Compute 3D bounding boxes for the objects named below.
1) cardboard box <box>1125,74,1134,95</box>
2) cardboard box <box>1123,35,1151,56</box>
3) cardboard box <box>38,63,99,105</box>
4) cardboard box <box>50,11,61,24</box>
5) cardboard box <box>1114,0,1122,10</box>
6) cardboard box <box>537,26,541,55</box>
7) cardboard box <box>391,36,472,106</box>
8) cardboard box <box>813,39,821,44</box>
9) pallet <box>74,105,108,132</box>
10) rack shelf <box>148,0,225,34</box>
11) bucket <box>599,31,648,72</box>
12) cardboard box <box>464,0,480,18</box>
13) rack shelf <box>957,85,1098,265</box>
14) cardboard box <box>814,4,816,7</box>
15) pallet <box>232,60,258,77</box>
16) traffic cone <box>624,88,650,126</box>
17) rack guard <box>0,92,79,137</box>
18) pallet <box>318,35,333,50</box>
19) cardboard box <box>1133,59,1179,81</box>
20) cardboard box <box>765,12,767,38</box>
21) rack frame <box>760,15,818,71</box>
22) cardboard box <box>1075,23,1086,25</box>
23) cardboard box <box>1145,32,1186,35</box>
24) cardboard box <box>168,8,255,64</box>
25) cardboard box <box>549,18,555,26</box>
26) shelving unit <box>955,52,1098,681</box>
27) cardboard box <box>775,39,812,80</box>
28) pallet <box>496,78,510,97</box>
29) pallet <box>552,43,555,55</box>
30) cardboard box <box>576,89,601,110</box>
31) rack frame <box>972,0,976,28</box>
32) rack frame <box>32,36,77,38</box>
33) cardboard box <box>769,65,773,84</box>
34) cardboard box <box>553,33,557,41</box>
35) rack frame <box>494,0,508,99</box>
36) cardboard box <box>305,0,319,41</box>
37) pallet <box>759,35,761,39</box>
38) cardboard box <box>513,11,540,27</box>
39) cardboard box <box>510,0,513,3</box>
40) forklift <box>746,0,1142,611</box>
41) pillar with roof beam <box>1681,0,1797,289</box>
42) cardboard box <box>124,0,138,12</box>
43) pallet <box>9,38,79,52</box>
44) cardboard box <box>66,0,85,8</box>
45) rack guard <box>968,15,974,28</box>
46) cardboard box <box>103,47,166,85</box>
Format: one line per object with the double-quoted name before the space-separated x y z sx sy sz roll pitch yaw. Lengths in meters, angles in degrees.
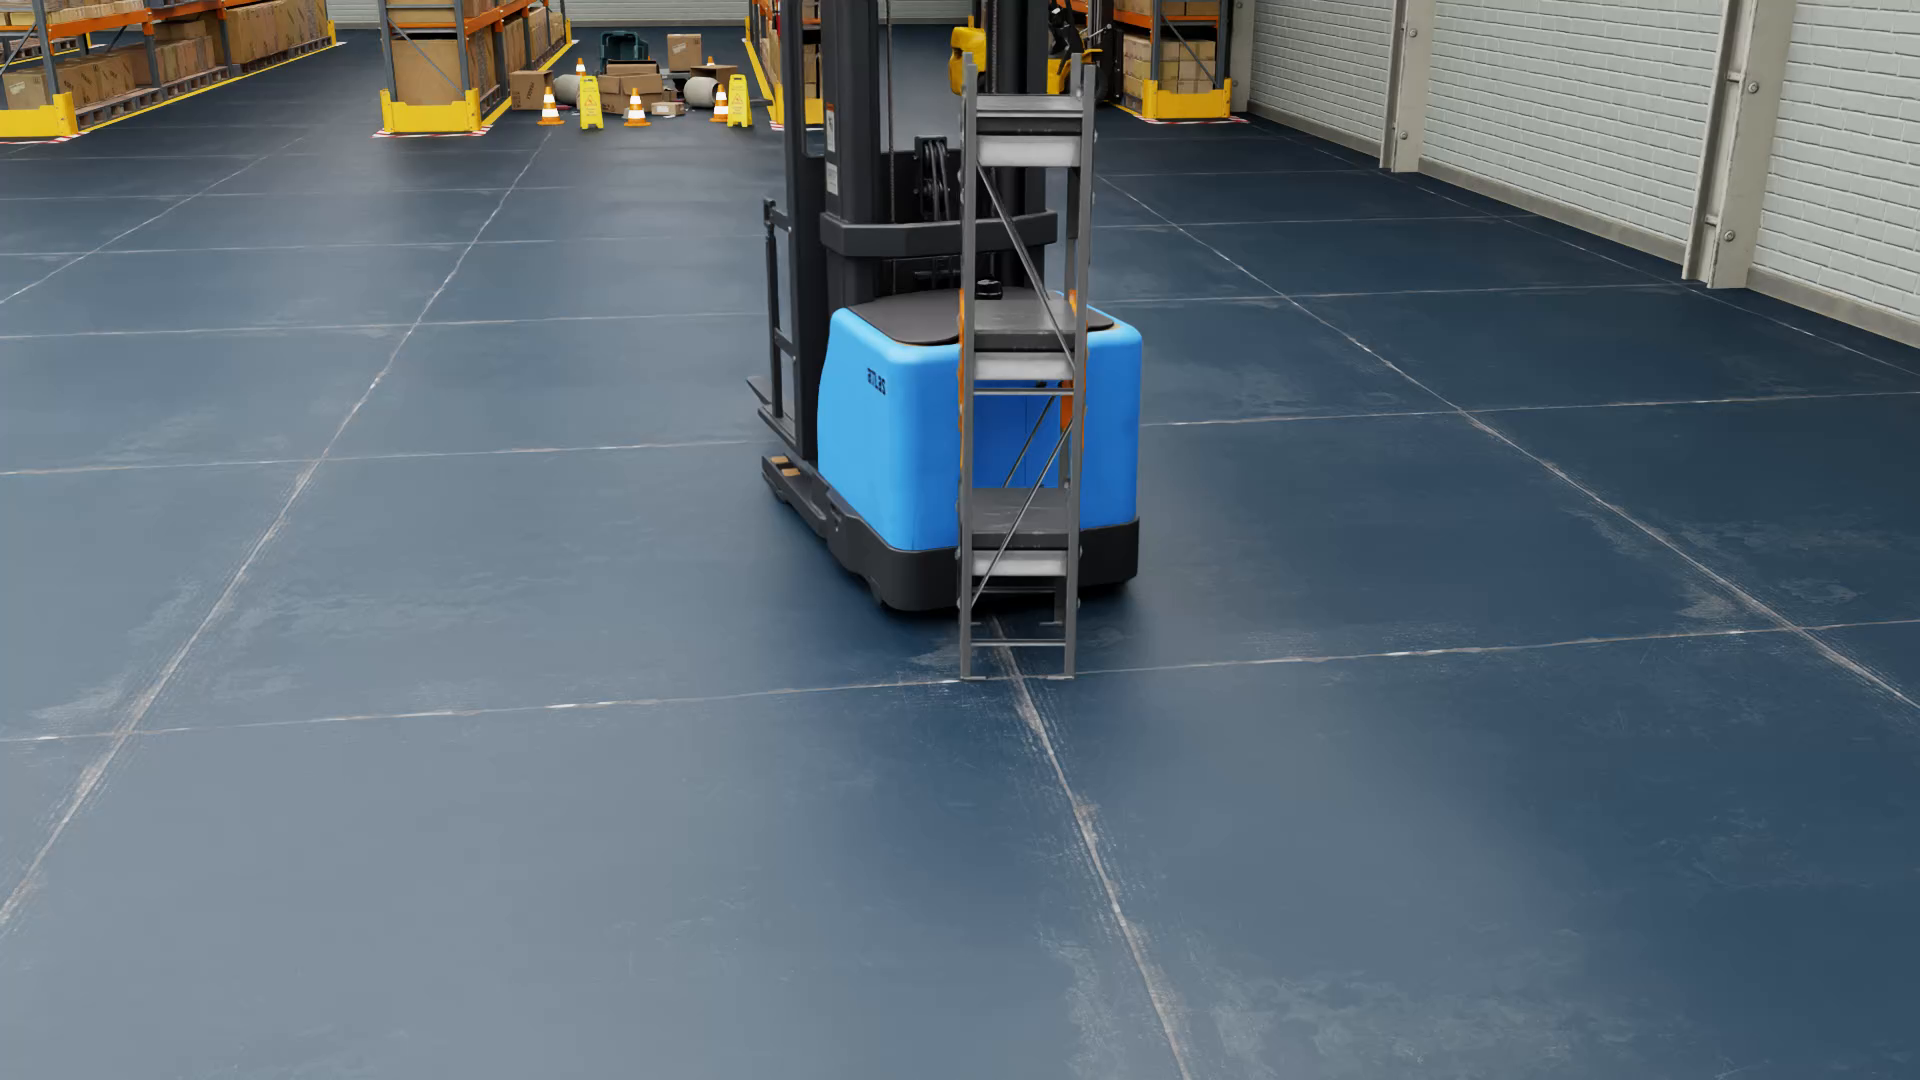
"cardboard box" 2.632 -6.410 23.421 0.500 0.250 0.500 -3 21 -8
"cardboard box" 2.538 -7.053 23.715 0.500 0.250 0.500 -3 21 -7
"cardboard box" -11.908 -6.096 22.224 0.500 0.500 0.500 -1 21 -3
"cardboard box" -11.465 -6.511 20.721 0.380 0.149 0.250 -3 21 -8
"cardboard box" 2.521 -7.917 23.983 0.500 0.500 0.500 -3 21 -7
"cardboard box" -7.878 -9.050 30.133 0.500 0.500 0.500 -3 21 -9
"cardboard box" -6.884 -6.079 21.640 0.875 0.875 0.875 -3 21 -7
"cardboard box" -1.763 -6.673 23.052 0.500 0.500 0.500 -4 21 -10
"pallet" -11.736 -5.434 21.463 1.003 0.211 1.213 -3 21 -8
"rack shelf" -12.508 -8.171 25.834 1.077 0.370 4.000 -3 21 -8
"bucket" -4.996 -7.278 24.922 0.726 0.611 0.620 4 11 11
"cardboard box" -6.876 -7.232 22.077 0.875 0.550 0.550 -3 21 -8
"rack shelf" 0.212 -1.216 5.503 0.431 0.518 0.480 0 20 -1
"cardboard box" -1.848 -7.390 23.074 0.380 0.149 0.250 -2 21 -6
"pallet" -12.835 -8.171 28.791 1.003 0.211 1.213 -3 21 -8
"traffic cone" -4.225 -5.652 21.688 0.336 0.463 0.334 -3 21 -8
"rack guard" -11.654 -5.286 20.654 1.175 0.500 0.348 -3 21 -8
"pallet" -13.757 -10.391 34.736 1.003 0.211 1.213 -3 21 -8
"cardboard box" 2.695 -6.478 22.887 0.500 0.250 0.500 -3 21 -8
"cardboard box" -3.132 -9.454 30.678 0.875 0.875 0.875 -3 21 -7
"rack frame" -2.990 -9.700 28.901 1.000 3.000 0.127 -3 21 -8
"cardboard box" 2.100 -8.594 28.732 0.875 0.625 0.625 -2 21 -6
"cardboard box" 2.989 -7.259 24.266 0.500 0.250 0.500 -3 21 -9
"cardboard box" -12.875 -8.642 28.503 1.225 0.875 0.875 -4 21 -10
"cardboard box" -8.377 -10.435 33.492 0.380 0.149 0.250 -2 21 -7
"shelving unit" 0.206 -0.573 5.744 0.431 2.100 0.503 0 20 -1
"cardboard box" -2.289 -6.635 22.952 0.500 0.500 0.500 -2 21 -6
"pallet" -7.483 -6.988 25.623 1.003 0.211 1.213 -3 21 -8
"pallet" -8.582 -9.725 32.952 1.003 0.211 1.213 -3 21 -8
"cardboard box" -5.227 -6.248 23.564 0.396 0.266 0.258 1 20 2
"rack frame" 0.768 -12.722 36.990 1.000 3.000 0.127 -3 21 -8
"rack frame" -18.851 -11.720 34.310 1.000 3.000 0.127 -3 21 -8
"cardboard box" -2.595 -7.006 25.017 0.500 0.250 0.500 -4 21 -10
"cardboard box" -8.412 -10.251 33.850 0.380 0.149 0.250 -3 21 -9
"rack frame" -7.297 -8.031 24.430 1.000 3.000 0.127 -3 21 -8
"cardboard box" -13.647 -10.639 33.851 0.875 0.875 0.875 -3 21 -8
"pallet" -3.778 -10.469 34.945 1.003 0.211 1.213 -3 21 -8
"cardboard box" -7.865 -9.391 29.974 0.500 0.250 0.500 -3 21 -7
"cardboard box" -7.250 -8.621 25.869 0.500 0.500 0.500 -3 21 -8
"forklift" -0.289 -1.584 7.269 1.130 2.935 3.031 -8 22 -19
"pillar with roof beam" 1.336 -5.907 10.170 9.100 9.000 0.400 -3 21 -8
"cardboard box" -11.871 -7.551 23.506 0.380 0.149 0.250 -3 21 -8
"pallet" -18.770 -10.127 34.028 1.003 0.211 1.213 -3 21 -8
"cardboard box" -11.915 -7.151 21.507 0.875 0.500 0.500 -3 21 -8
"rack guard" 0.779 -11.524 37.357 1.175 0.500 0.348 -3 21 -8
"cardboard box" -12.287 -7.064 24.787 0.700 0.500 0.500 -5 21 -12
